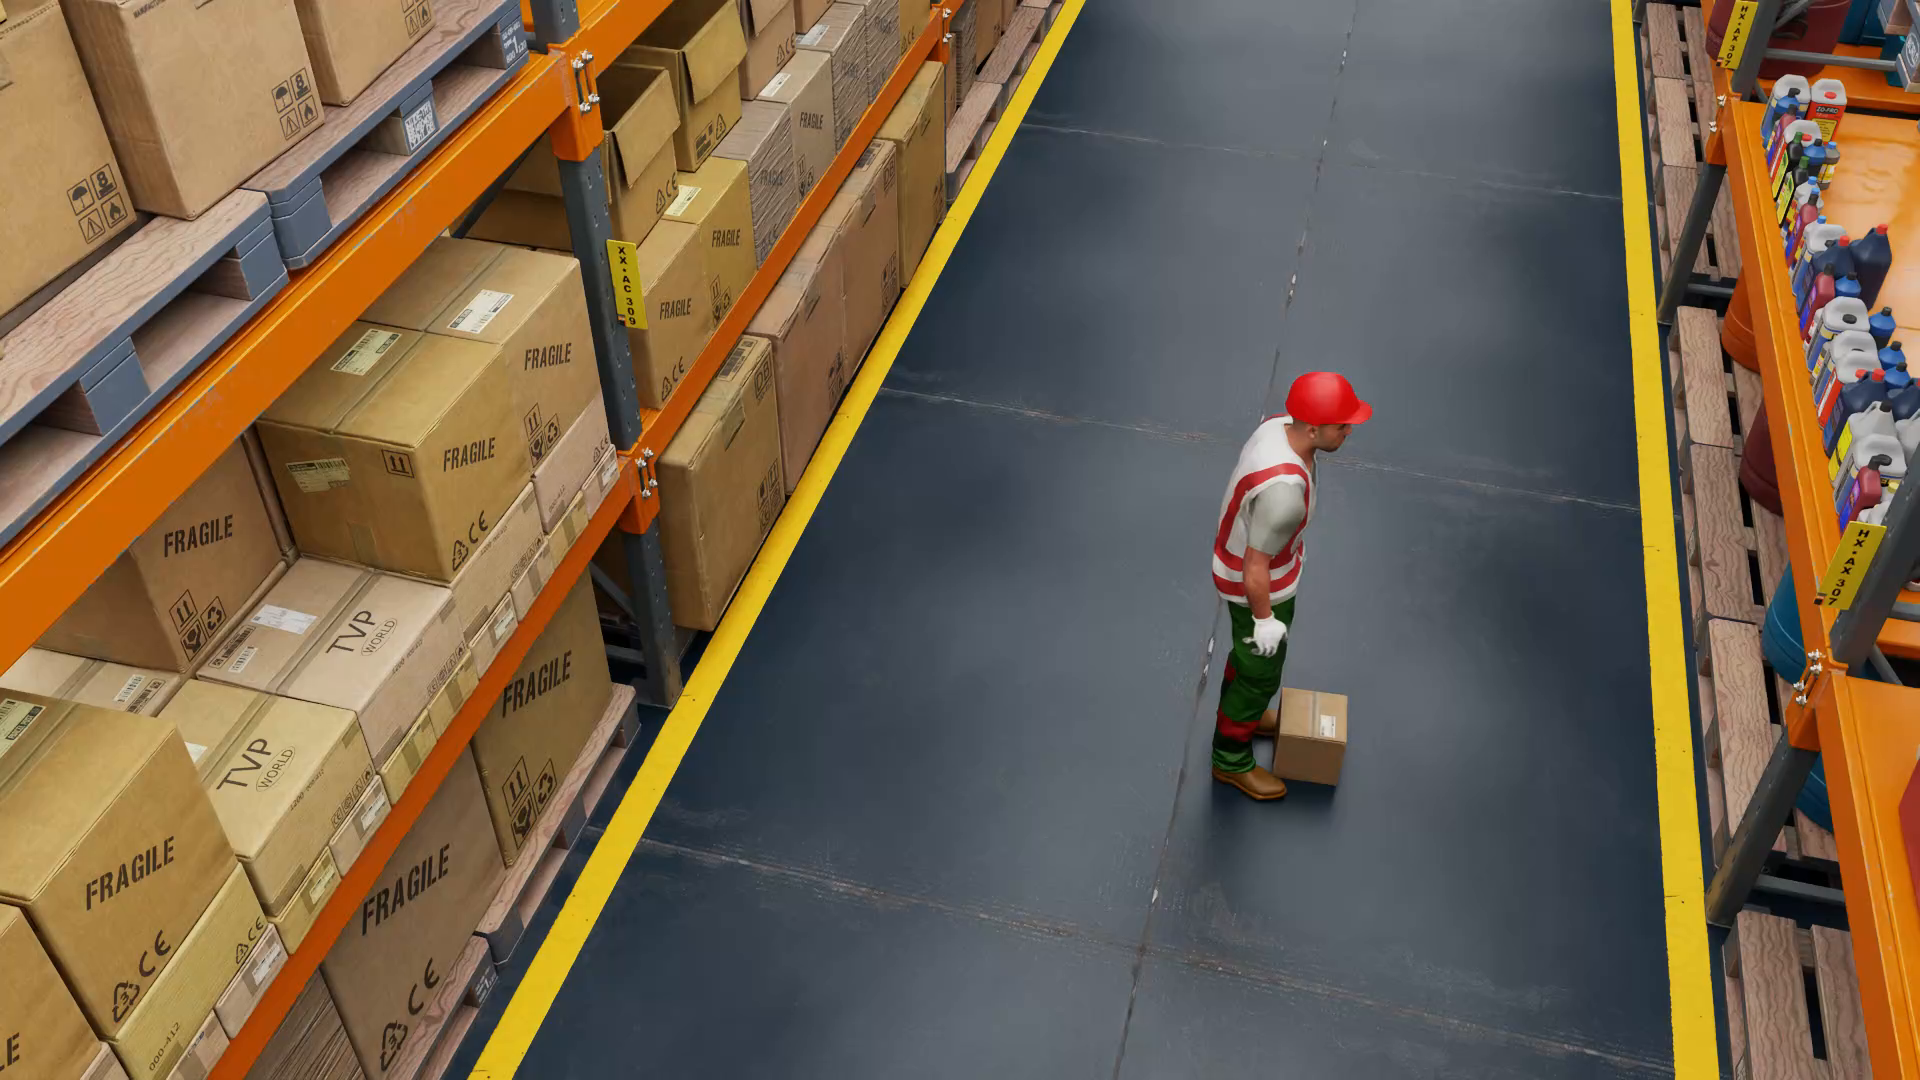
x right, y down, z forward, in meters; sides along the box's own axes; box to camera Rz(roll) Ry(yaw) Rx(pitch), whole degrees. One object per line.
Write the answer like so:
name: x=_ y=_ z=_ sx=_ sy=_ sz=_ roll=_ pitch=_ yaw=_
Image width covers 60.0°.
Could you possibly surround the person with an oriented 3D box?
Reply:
person: x=1.127 y=0.145 z=5.977 sx=0.453 sy=1.778 sz=0.604 roll=10 pitch=42 yaw=11
